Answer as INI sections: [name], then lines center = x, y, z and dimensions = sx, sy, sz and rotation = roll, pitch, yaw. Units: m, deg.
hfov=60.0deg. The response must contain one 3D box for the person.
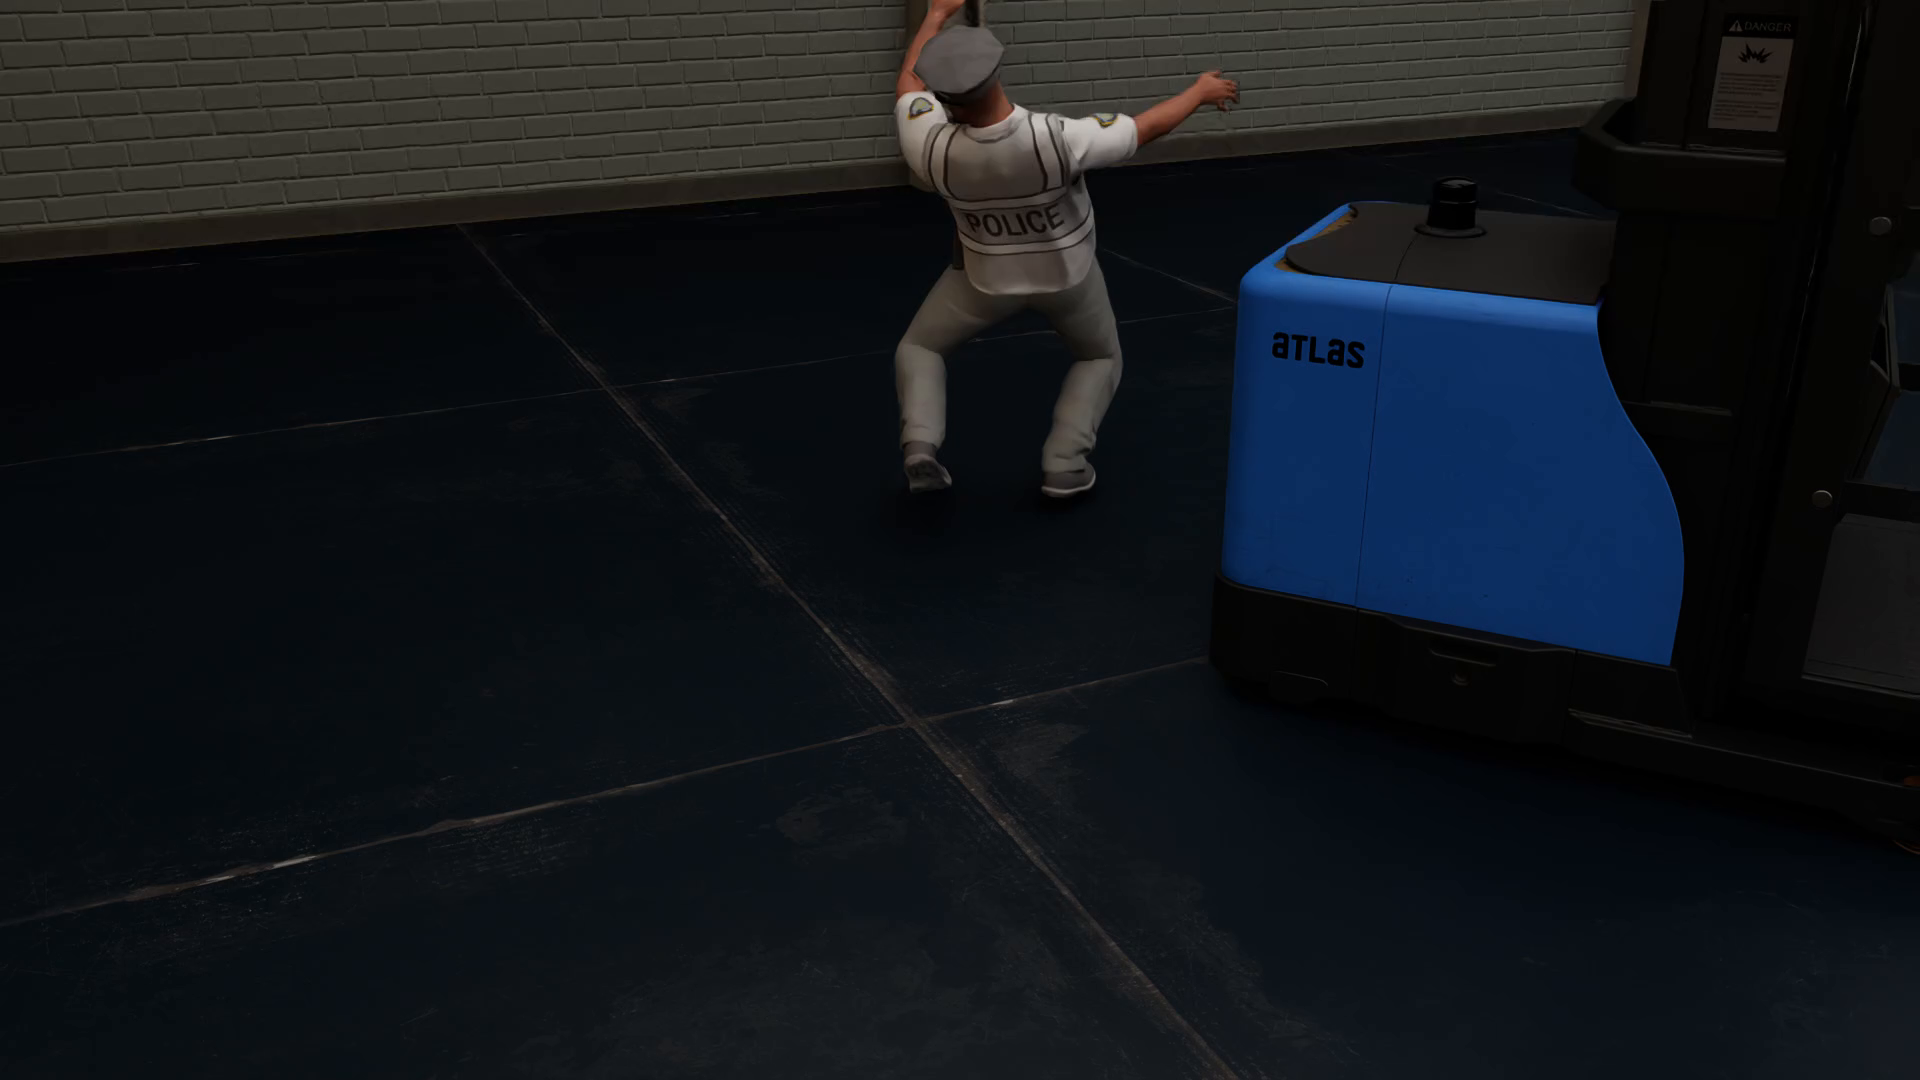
[person]
center = 0.325, -0.874, 5.107
dimensions = 1.072, 1.594, 0.737
rotation = 0, 23, -1

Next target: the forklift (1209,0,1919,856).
[forklift]
center = 2.183, -0.887, 3.422
dimensions = 3.031, 2.935, 1.130
rotation = 11, 25, 24
